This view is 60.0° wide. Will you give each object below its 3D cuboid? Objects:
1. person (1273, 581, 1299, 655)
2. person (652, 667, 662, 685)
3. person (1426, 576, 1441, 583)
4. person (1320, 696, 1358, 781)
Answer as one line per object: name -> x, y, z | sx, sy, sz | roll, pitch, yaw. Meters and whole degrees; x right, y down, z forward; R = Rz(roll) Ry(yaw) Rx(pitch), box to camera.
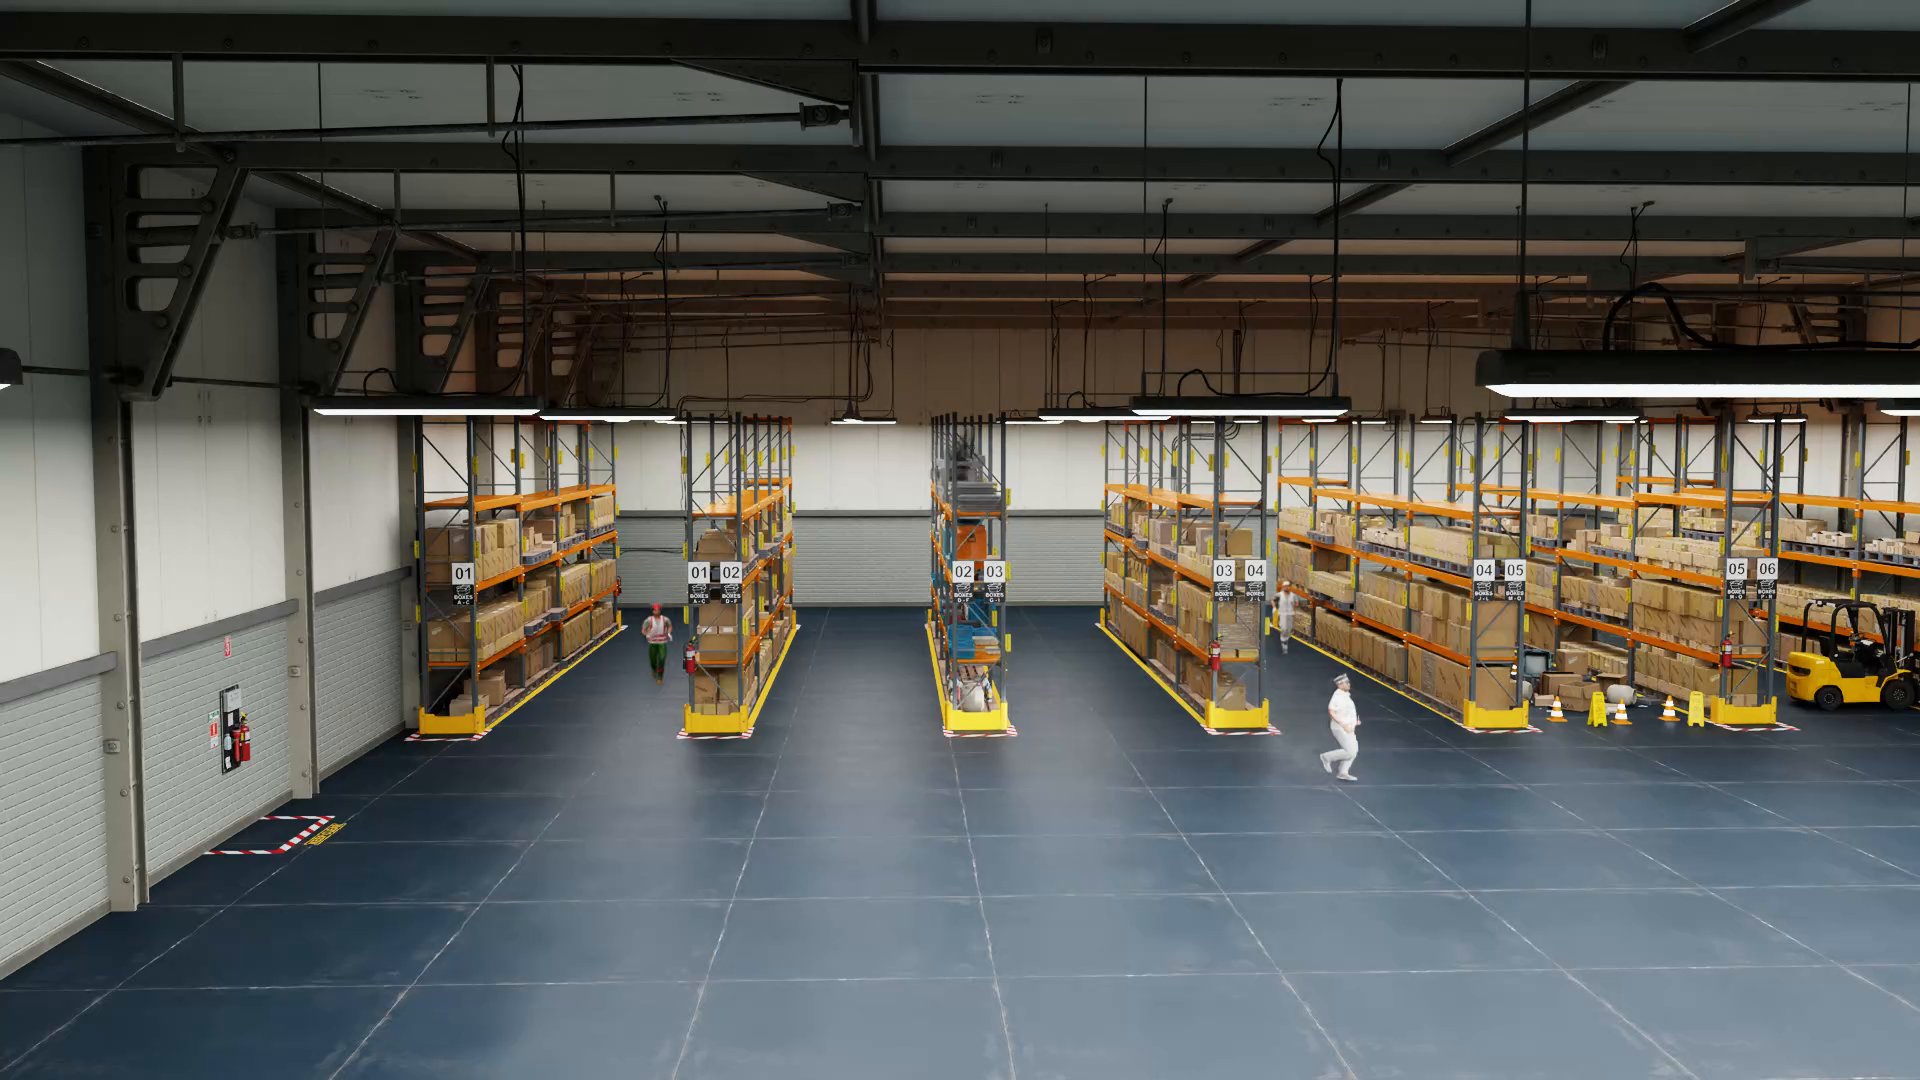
person -> 8.268, 1.950, 42.099 | 0.607, 1.834, 0.835 | 0, 4, -5
person -> -6.761, 2.981, 37.112 | 0.201, 0.411, 0.964 | -1, 4, -13
person -> 13.981, 1.070, 49.324 | 0.567, 0.850, 0.694 | 0, 4, 5
person -> 6.170, 3.214, 26.992 | 0.581, 1.361, 0.441 | 2, 4, 24
